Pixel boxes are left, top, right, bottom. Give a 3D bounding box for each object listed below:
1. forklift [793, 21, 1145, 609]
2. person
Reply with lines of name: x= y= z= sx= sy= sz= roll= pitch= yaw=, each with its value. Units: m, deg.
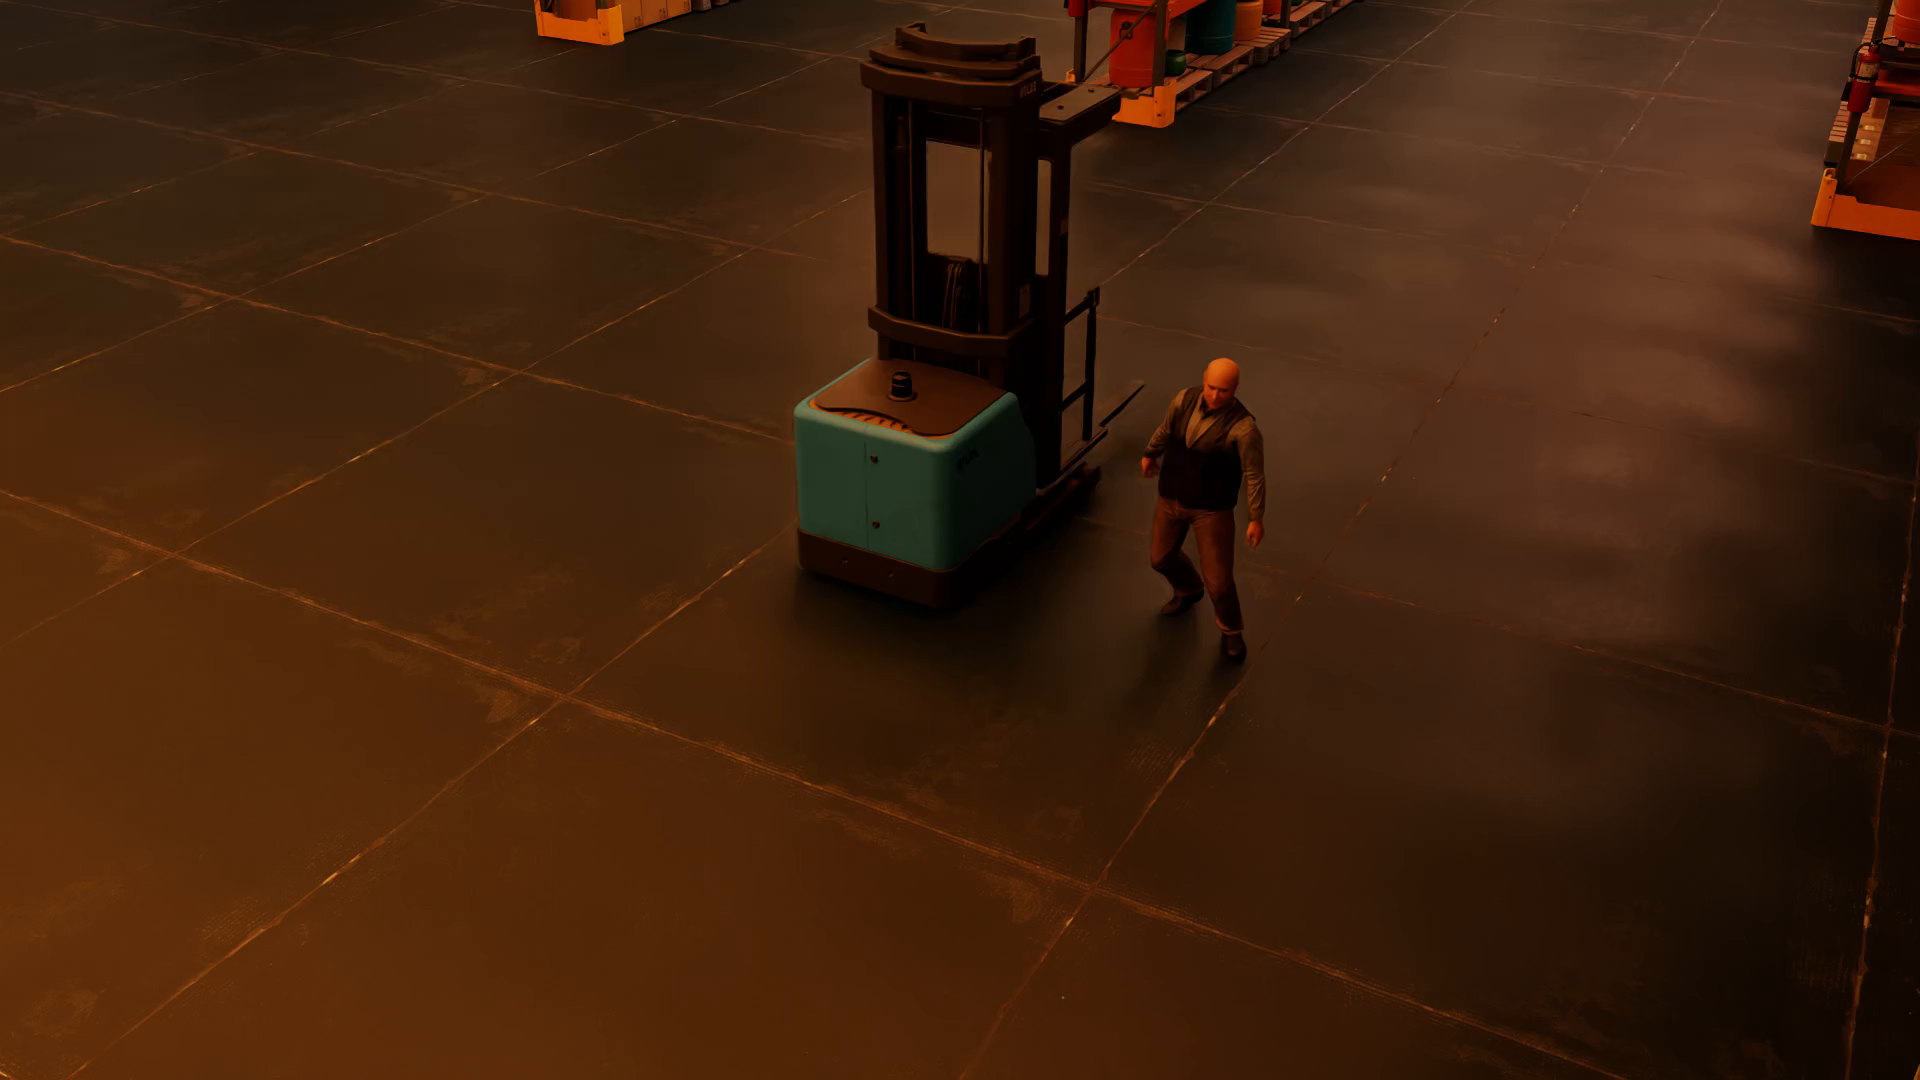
forklift: x=0.231 y=-1.594 z=9.832 sx=1.130 sy=2.935 sz=3.031 roll=16 pitch=34 yaw=25
person: x=1.276 y=-0.241 z=8.807 sx=0.485 sy=1.678 sz=0.853 roll=-26 pitch=39 yaw=-37
